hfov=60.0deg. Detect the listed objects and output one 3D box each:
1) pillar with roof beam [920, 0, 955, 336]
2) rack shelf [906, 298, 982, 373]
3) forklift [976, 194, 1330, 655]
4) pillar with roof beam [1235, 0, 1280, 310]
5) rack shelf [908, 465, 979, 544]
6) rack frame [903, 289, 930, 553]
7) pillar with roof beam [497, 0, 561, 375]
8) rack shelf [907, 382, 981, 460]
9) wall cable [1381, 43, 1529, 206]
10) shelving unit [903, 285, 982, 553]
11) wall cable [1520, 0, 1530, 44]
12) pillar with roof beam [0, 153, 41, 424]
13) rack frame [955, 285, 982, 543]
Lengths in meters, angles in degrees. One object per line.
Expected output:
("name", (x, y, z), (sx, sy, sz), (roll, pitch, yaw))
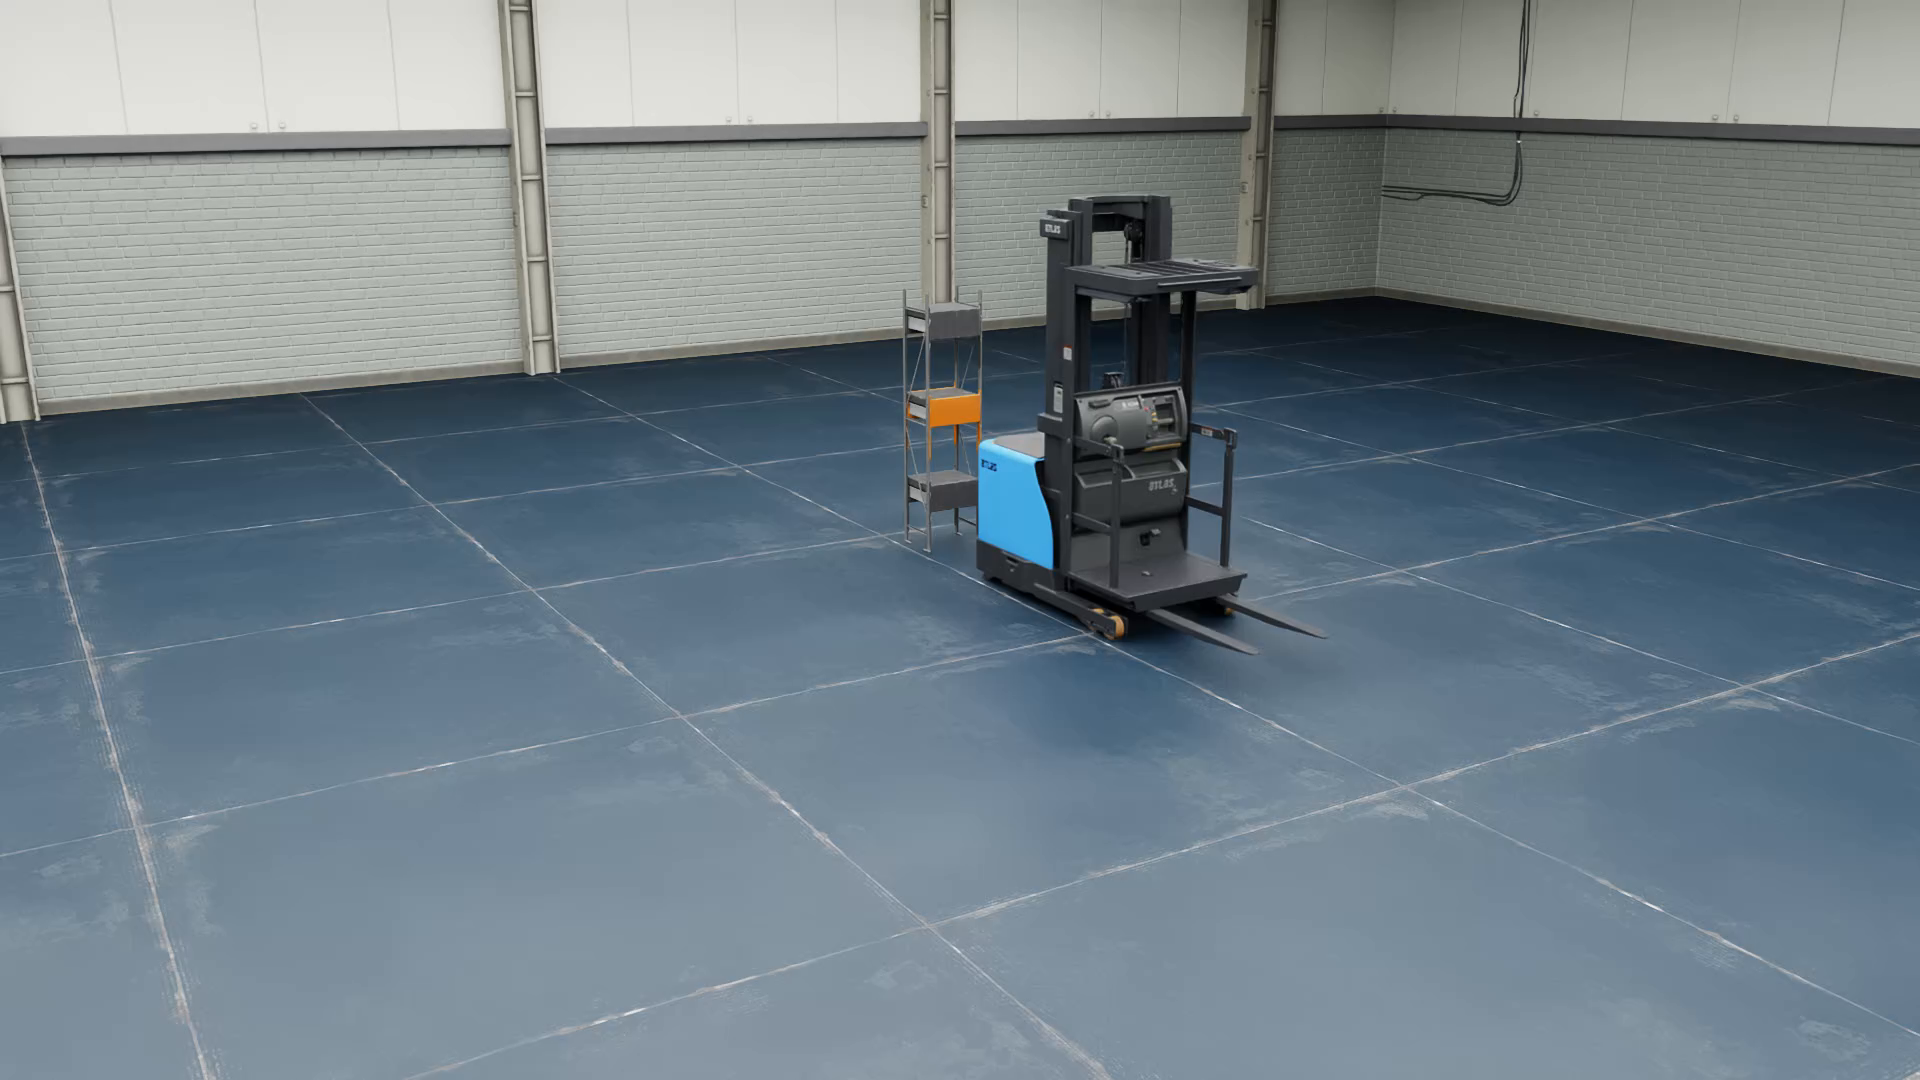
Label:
("pillar with roof beam", (1.898, -6.365, 19.946), (0.400, 9.000, 9.100), (-9, 18, -30))
("rack shelf", (-0.142, -1.649, 13.359), (0.480, 0.518, 0.431), (-9, 18, -30))
("forklift", (1.333, -0.868, 11.576), (1.130, 2.935, 3.031), (-10, 18, -31))
("pillar with roof beam", (7.041, -7.199, 22.921), (0.400, 9.000, 9.100), (-9, 18, -30))
("rack shelf", (-0.142, -0.301, 13.737), (0.480, 0.518, 0.431), (-9, 18, -30))
("rack frame", (-0.351, -0.954, 13.423), (0.015, 2.100, 0.400), (-9, 18, -30))
("pillar with roof beam", (-3.245, -5.531, 16.970), (0.400, 9.000, 9.100), (-9, 18, -30))
("rack shelf", (-0.142, -0.975, 13.548), (0.480, 0.518, 0.431), (-9, 18, -30))
("wall cable", (8.030, -6.804, 27.263), (0.112, 2.526, 3.097), (-9, 18, -30))
("shelving unit", (-0.142, -0.988, 13.544), (0.503, 2.100, 0.431), (-9, 18, -30))
("wall cable", (9.423, -8.610, 24.348), (0.112, 2.526, 3.097), (-9, 18, -30))
("pillar with roof beam", (-8.388, -4.697, 13.995), (0.400, 9.000, 9.100), (-9, 18, -30))
("rack frame", (0.067, -1.022, 13.665), (0.015, 2.100, 0.400), (-9, 18, -30))
